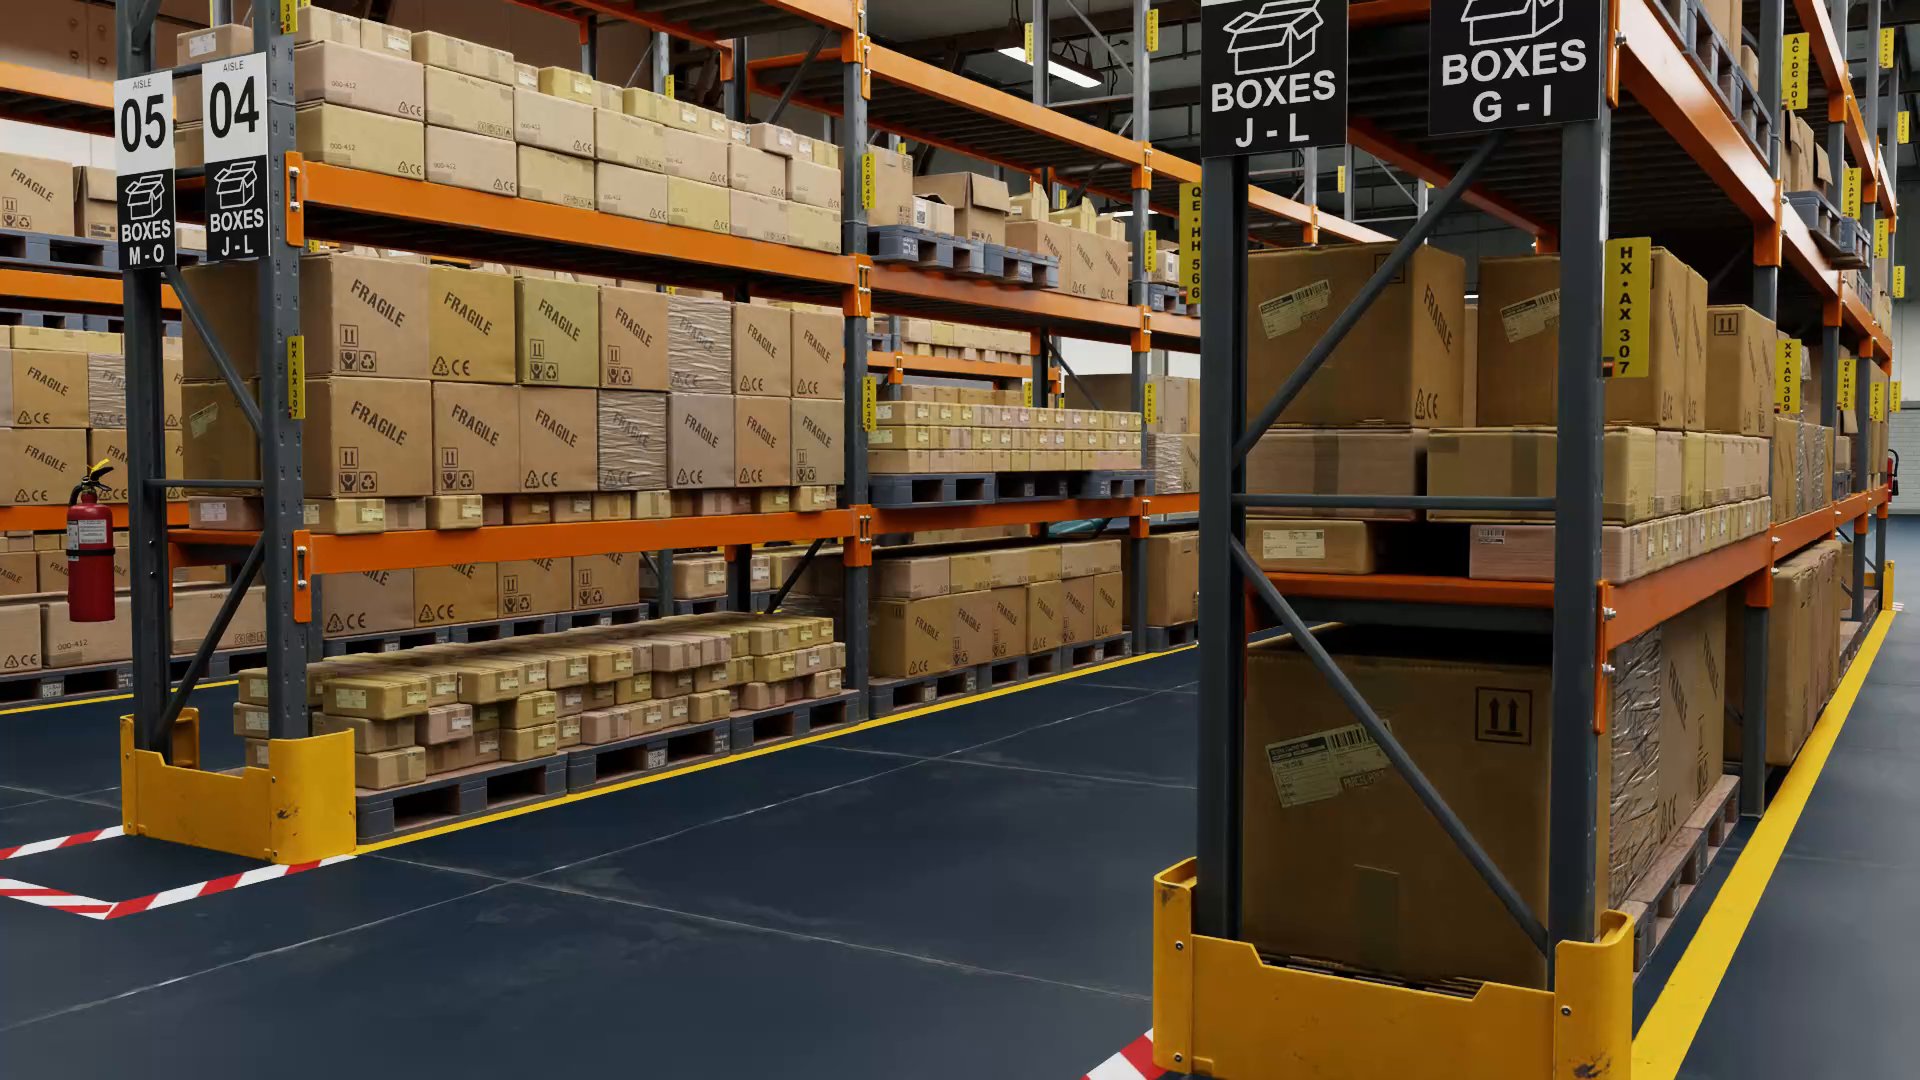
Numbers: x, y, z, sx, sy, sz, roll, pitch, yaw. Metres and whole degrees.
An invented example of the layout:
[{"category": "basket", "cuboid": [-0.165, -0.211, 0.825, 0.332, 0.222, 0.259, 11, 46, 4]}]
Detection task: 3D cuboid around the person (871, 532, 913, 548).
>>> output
[{"category": "person", "cuboid": [-0.699, -0.067, 16.638, 0.370, 1.675, 0.543, 1, 3, 24]}]
